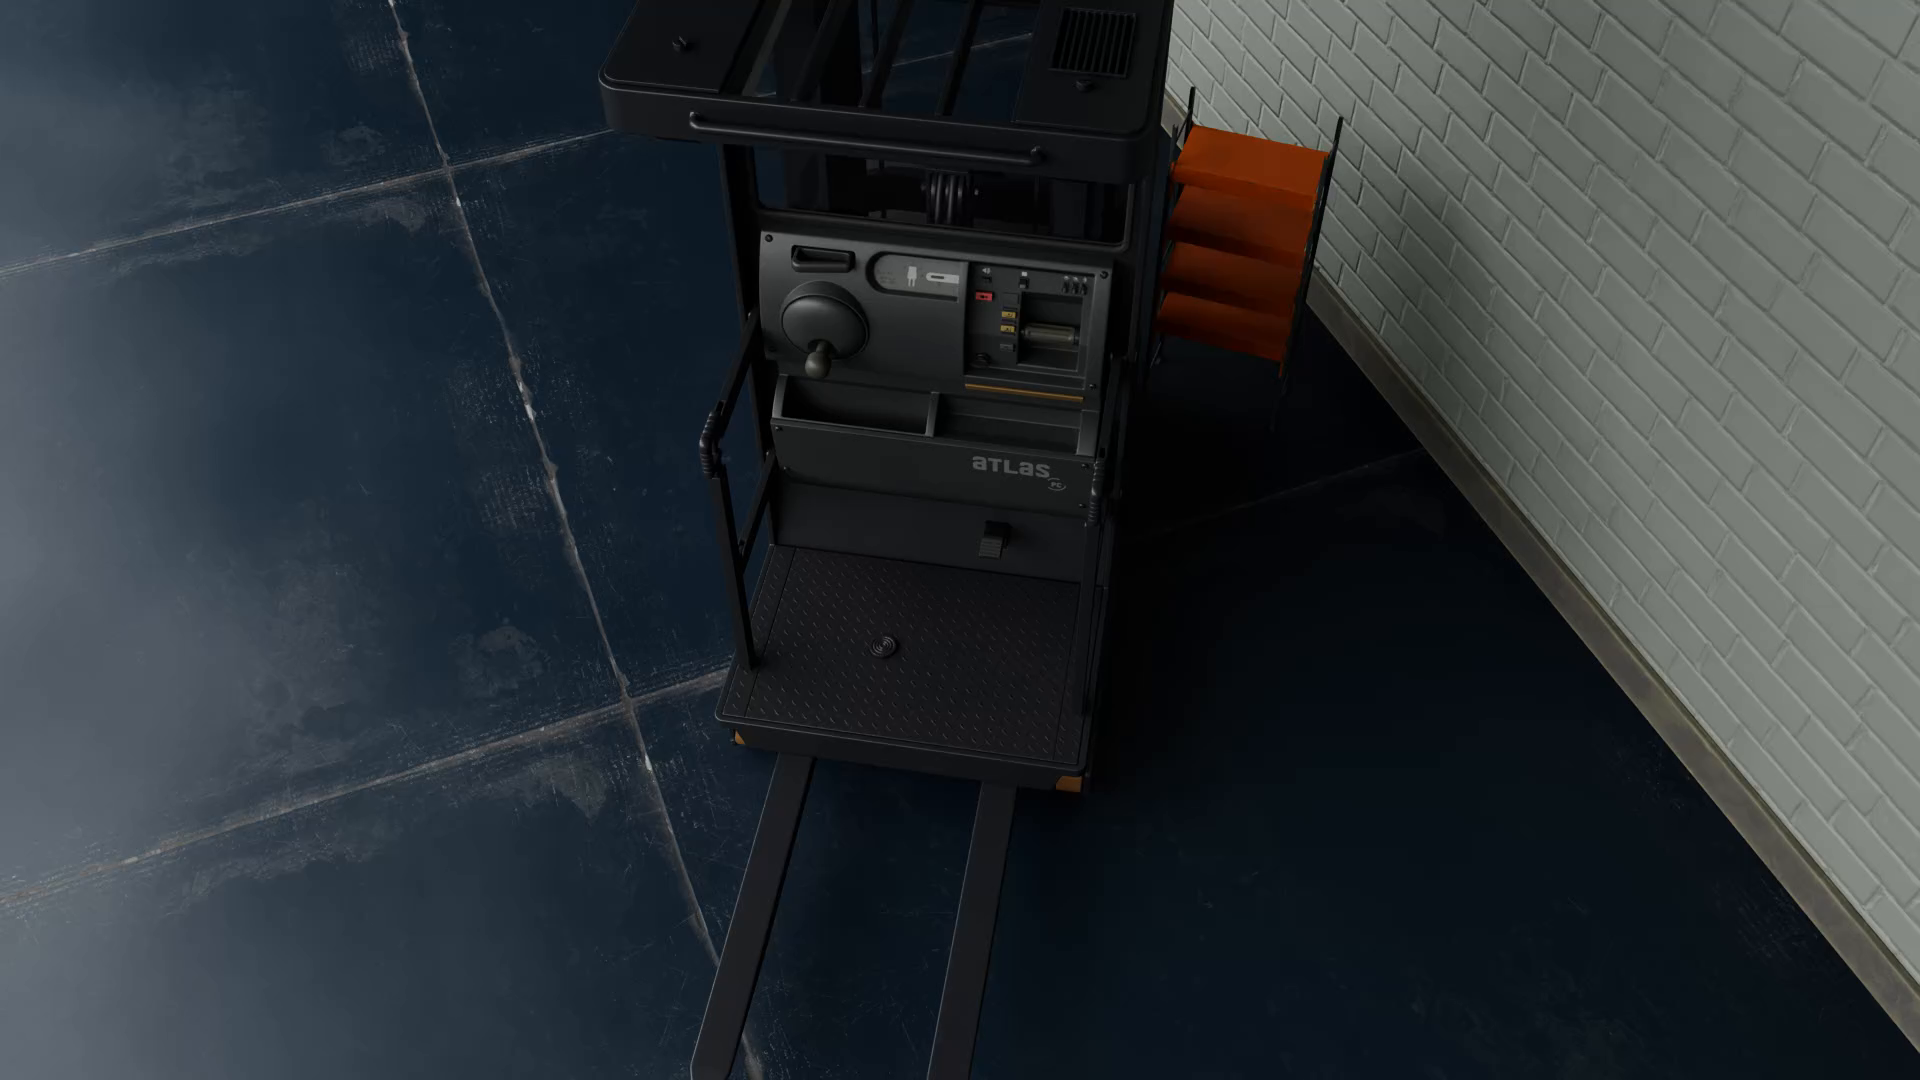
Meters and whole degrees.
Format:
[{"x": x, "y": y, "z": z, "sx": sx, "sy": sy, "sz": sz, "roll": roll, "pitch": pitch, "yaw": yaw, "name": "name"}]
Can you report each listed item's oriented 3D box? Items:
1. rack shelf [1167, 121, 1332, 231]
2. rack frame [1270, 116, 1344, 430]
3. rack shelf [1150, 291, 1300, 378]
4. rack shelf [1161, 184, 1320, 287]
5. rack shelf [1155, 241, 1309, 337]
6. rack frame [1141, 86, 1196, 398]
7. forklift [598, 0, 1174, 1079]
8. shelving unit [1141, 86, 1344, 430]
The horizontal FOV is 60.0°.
[{"x": 0.954, "y": -1.201, "z": 5.472, "sx": 0.480, "sy": 0.148, "sz": 0.258, "roll": 15, "pitch": 51, "yaw": 13, "name": "rack shelf"}, {"x": 1.183, "y": -0.881, "z": 5.716, "sx": 0.015, "sy": 1.200, "sz": 0.240, "roll": 15, "pitch": 51, "yaw": 13, "name": "rack frame"}, {"x": 0.954, "y": -0.772, "z": 5.972, "sx": 0.480, "sy": 0.148, "sz": 0.258, "roll": 15, "pitch": 51, "yaw": 13, "name": "rack shelf"}, {"x": 0.954, "y": -1.047, "z": 5.652, "sx": 0.480, "sy": 0.148, "sz": 0.258, "roll": 15, "pitch": 51, "yaw": 13, "name": "rack shelf"}, {"x": 0.954, "y": -0.901, "z": 5.821, "sx": 0.480, "sy": 0.148, "sz": 0.258, "roll": 15, "pitch": 51, "yaw": 13, "name": "rack shelf"}, {"x": 0.725, "y": -1.008, "z": 5.825, "sx": 0.015, "sy": 1.200, "sz": 0.240, "roll": 15, "pitch": 51, "yaw": 13, "name": "rack frame"}, {"x": -0.103, "y": -0.489, "z": 4.238, "sx": 1.130, "sy": 2.935, "sz": 3.031, "roll": 7, "pitch": 50, "yaw": 6, "name": "forklift"}, {"x": 0.954, "y": -0.945, "z": 5.770, "sx": 0.503, "sy": 1.200, "sz": 0.258, "roll": 15, "pitch": 51, "yaw": 13, "name": "shelving unit"}]
